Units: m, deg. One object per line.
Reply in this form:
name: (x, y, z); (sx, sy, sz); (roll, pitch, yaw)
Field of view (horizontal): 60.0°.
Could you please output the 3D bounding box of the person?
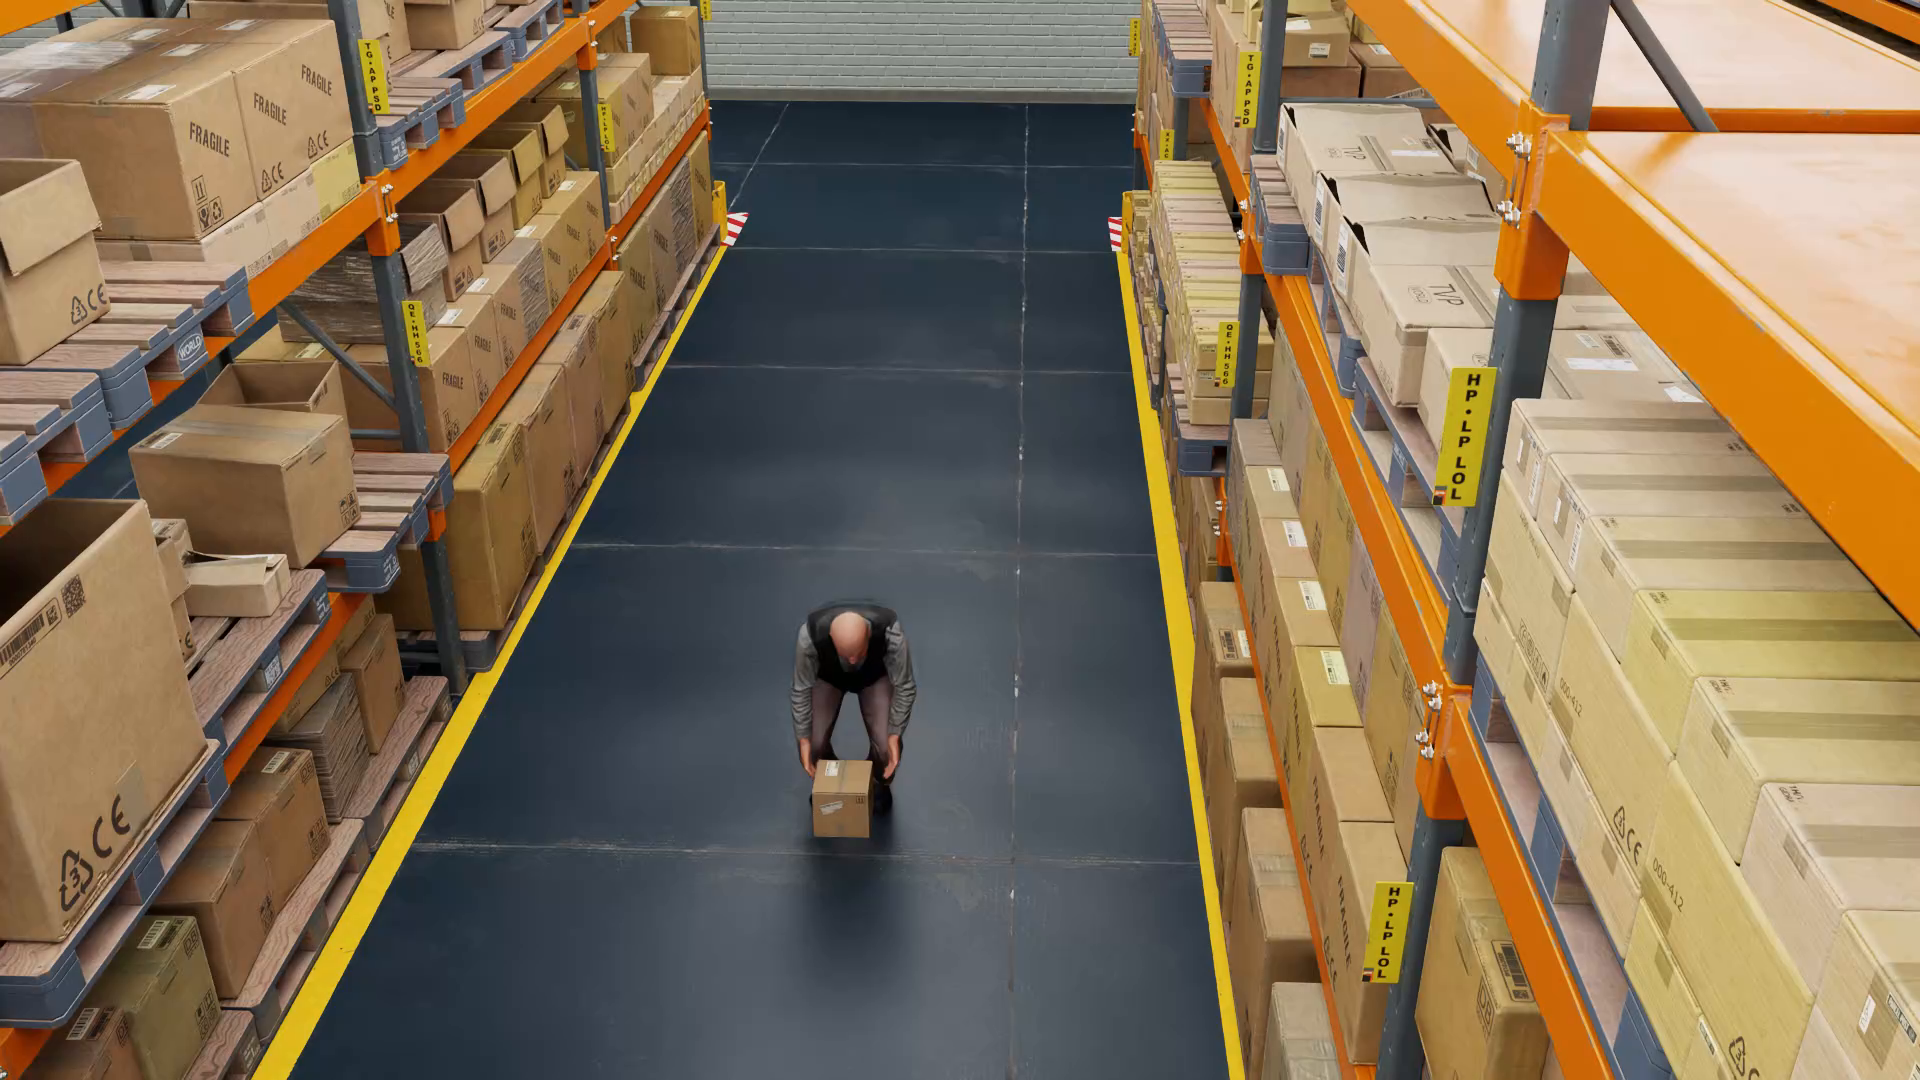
person: (-0.485, 0.736, 7.787); (0.583, 1.225, 0.789); (1, 28, 2)
